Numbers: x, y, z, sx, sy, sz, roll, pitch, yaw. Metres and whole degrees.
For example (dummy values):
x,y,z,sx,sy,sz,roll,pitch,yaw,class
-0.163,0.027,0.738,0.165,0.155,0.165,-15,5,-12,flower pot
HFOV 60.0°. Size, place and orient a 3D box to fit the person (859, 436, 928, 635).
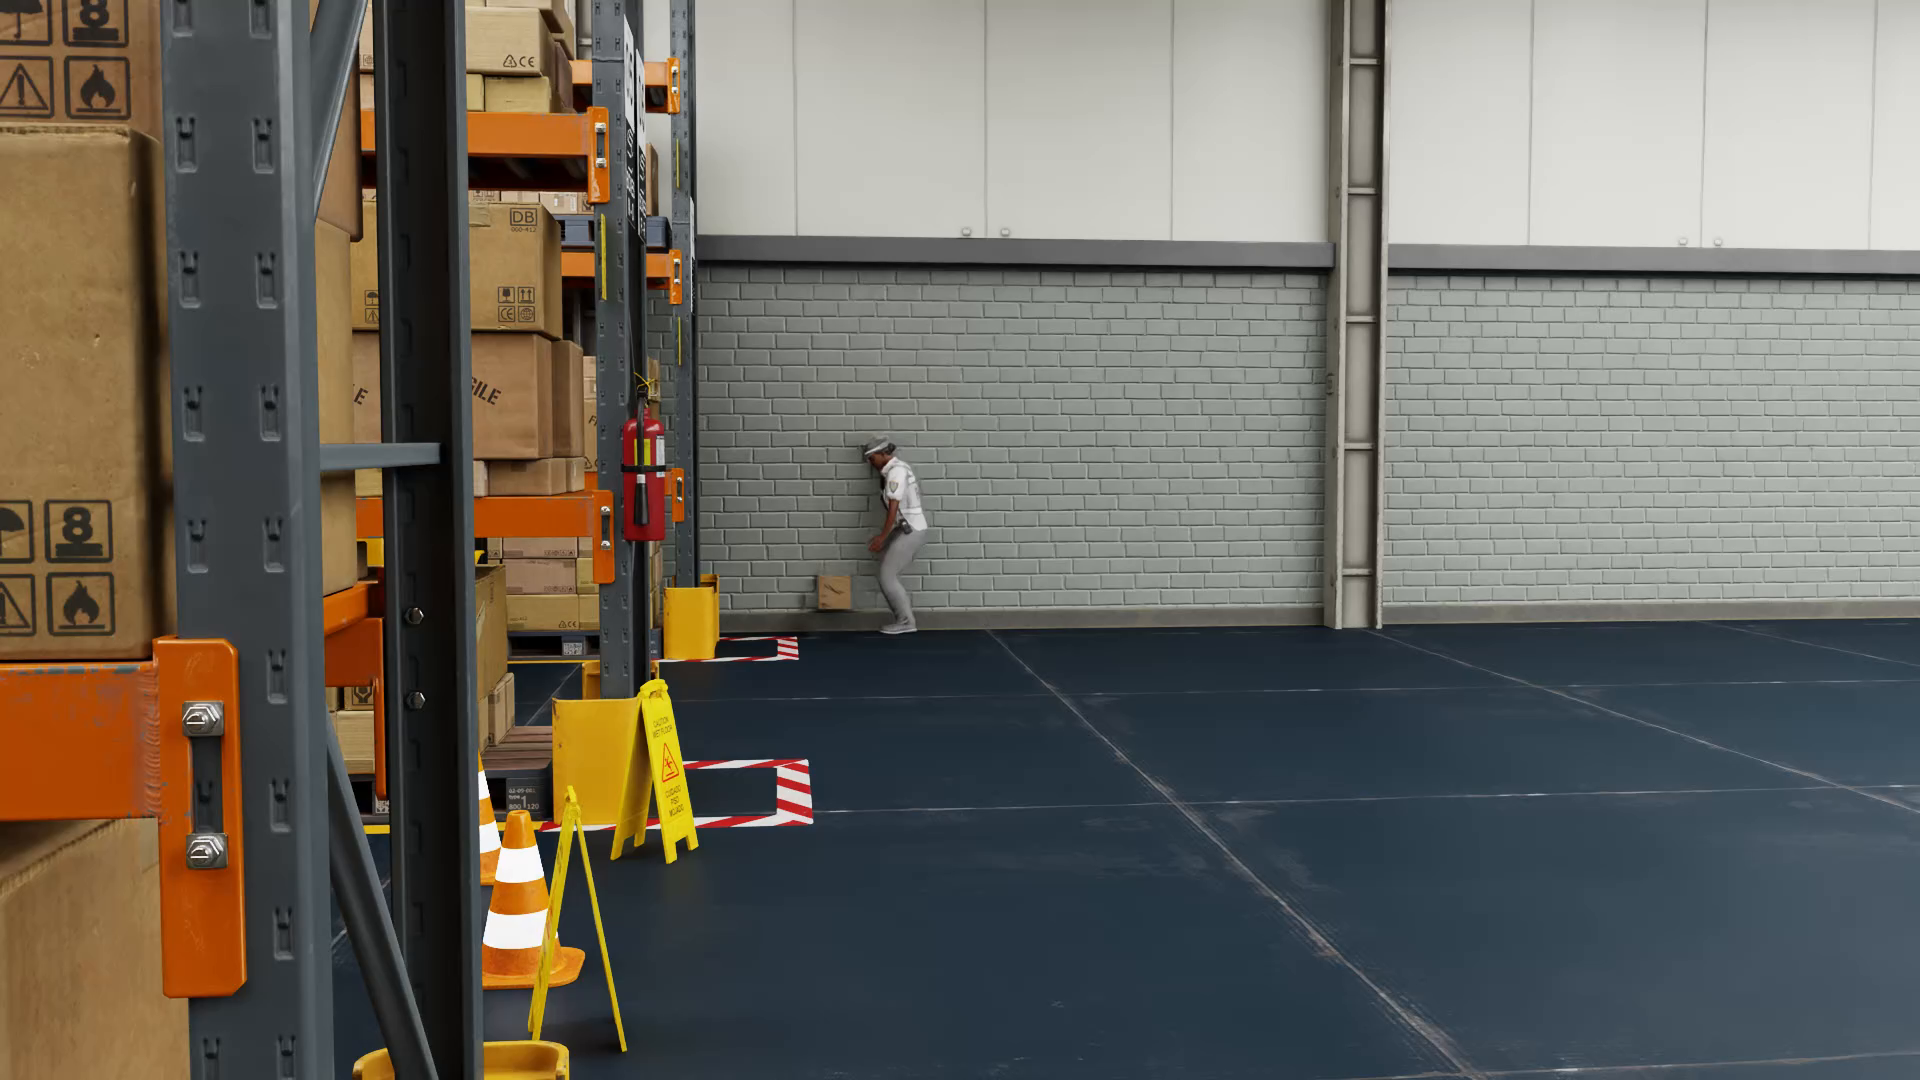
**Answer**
x,y,z,sx,sy,sz,roll,pitch,yaw,class
-0.525,-0.040,13.127,0.540,1.564,0.476,0,3,-5,person
